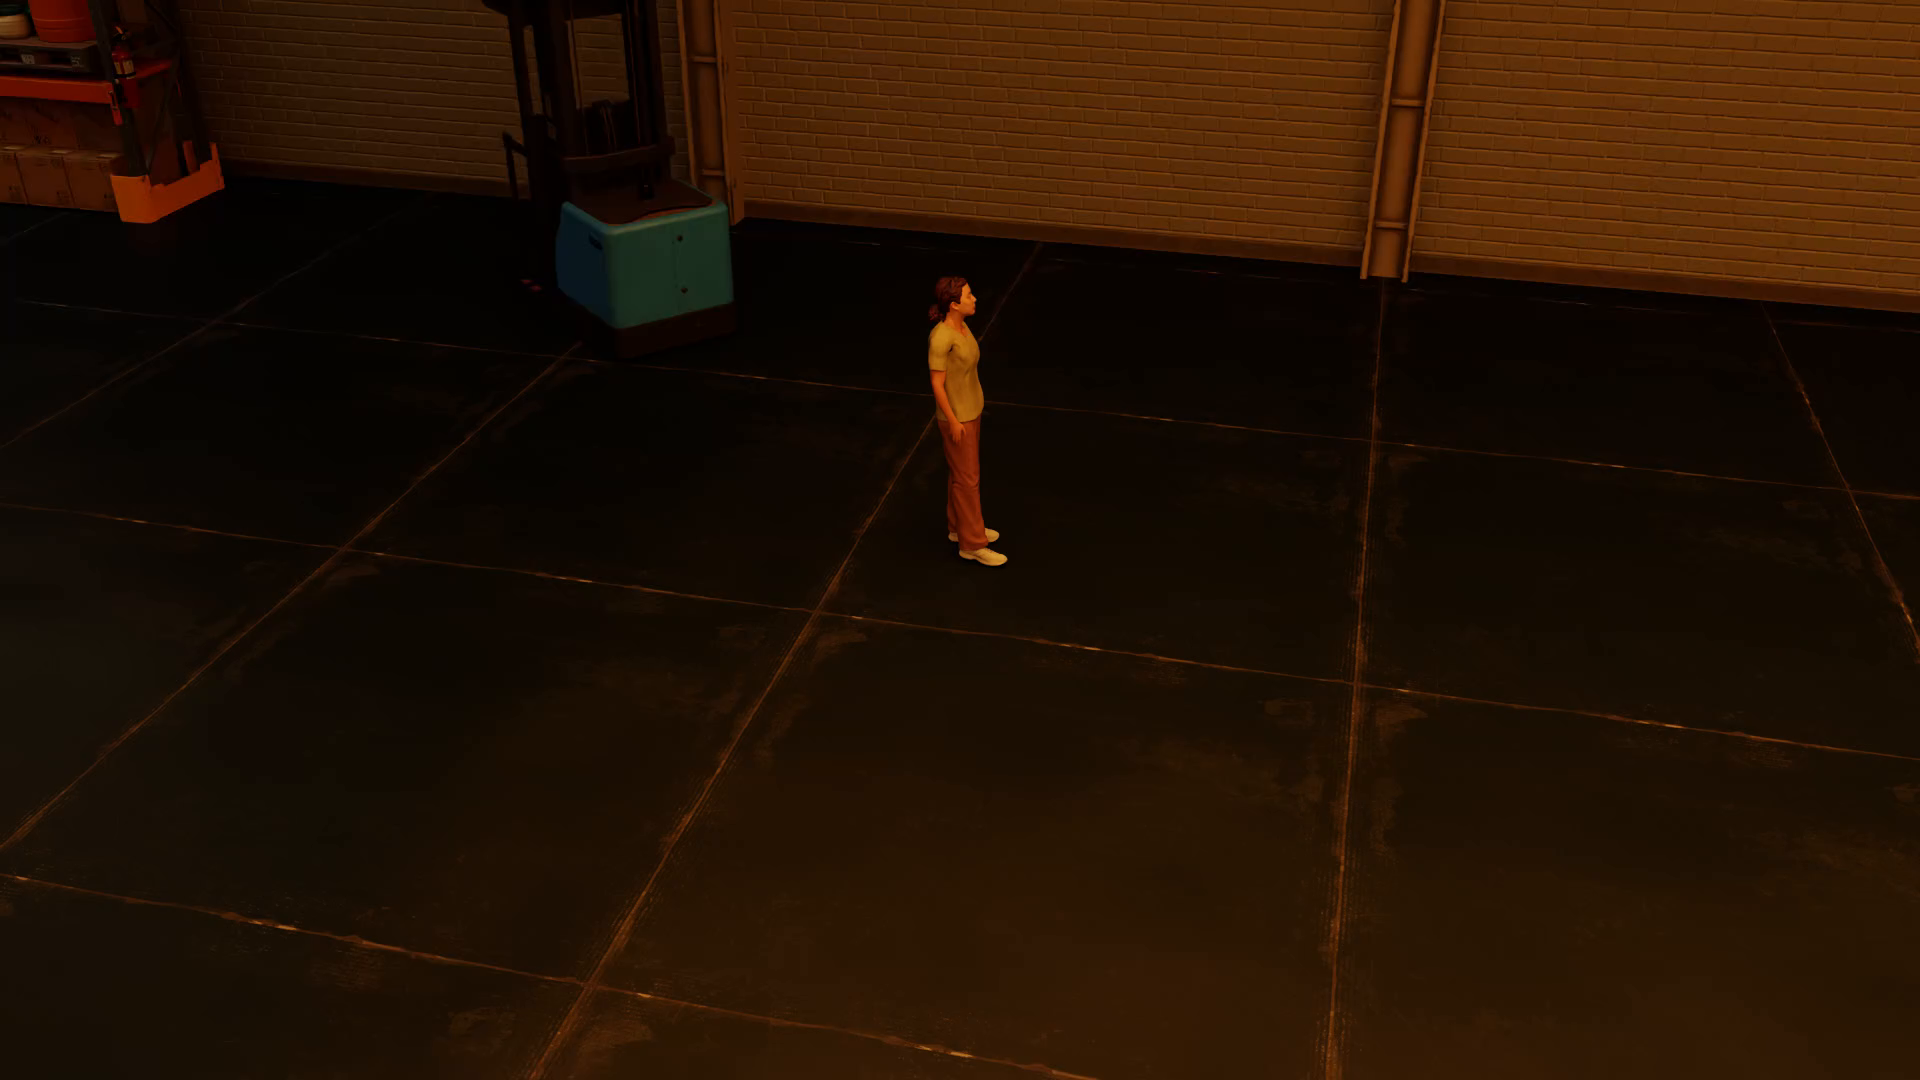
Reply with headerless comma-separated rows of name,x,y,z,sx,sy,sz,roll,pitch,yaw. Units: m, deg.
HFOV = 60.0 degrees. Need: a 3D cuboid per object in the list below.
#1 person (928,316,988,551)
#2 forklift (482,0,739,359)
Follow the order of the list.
person,0.026,-0.650,9.759,0.395,1.361,0.518,7,30,12
forklift,-2.981,-3.296,12.988,1.130,2.935,3.031,-19,35,-30
